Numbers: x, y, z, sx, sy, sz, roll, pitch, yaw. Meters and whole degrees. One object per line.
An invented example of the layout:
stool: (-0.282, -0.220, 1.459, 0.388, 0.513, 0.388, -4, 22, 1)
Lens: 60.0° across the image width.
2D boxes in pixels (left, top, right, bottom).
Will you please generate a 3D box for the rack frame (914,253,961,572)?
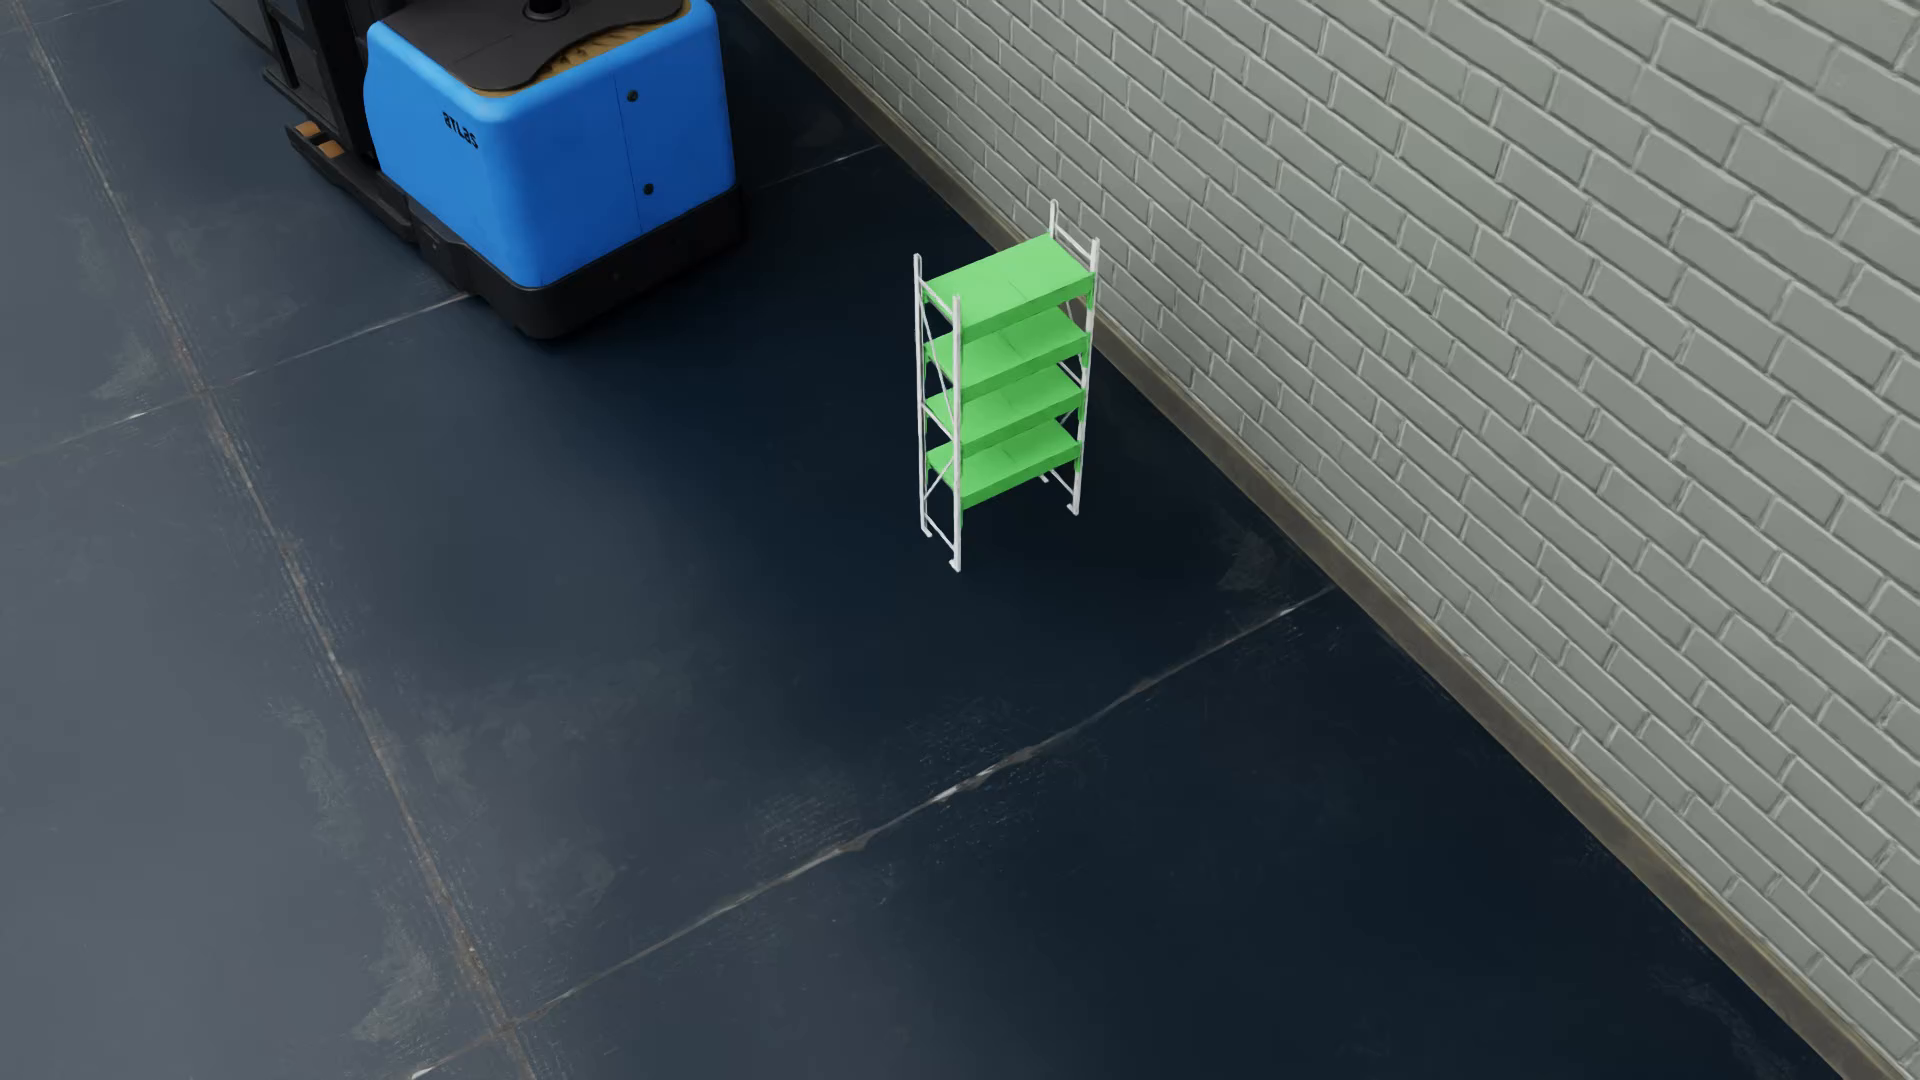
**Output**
rack frame: (-0.066, -0.368, 5.274, 0.015, 1.200, 0.240, -25, 53, -21)

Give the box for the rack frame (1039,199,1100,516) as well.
rack frame: (0.346, -0.562, 5.447, 0.015, 1.200, 0.240, -25, 53, -21)

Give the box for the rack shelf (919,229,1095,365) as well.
rack shelf: (0.140, -0.742, 5.050, 0.480, 0.148, 0.258, -25, 53, -21)

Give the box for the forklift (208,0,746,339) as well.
forklift: (-2.250, -2.749, 6.236, 1.130, 2.935, 3.031, -35, 57, -27)

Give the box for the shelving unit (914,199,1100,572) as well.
shelving unit: (0.140, -0.465, 5.361, 0.503, 1.200, 0.258, -25, 53, -21)

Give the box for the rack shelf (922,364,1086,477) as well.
rack shelf: (0.140, -0.422, 5.408, 0.480, 0.148, 0.258, -25, 53, -21)

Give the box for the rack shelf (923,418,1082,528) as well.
rack shelf: (0.140, -0.263, 5.588, 0.480, 0.148, 0.258, -25, 53, -21)

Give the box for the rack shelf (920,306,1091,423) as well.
rack shelf: (0.140, -0.582, 5.229, 0.480, 0.148, 0.258, -25, 53, -21)
